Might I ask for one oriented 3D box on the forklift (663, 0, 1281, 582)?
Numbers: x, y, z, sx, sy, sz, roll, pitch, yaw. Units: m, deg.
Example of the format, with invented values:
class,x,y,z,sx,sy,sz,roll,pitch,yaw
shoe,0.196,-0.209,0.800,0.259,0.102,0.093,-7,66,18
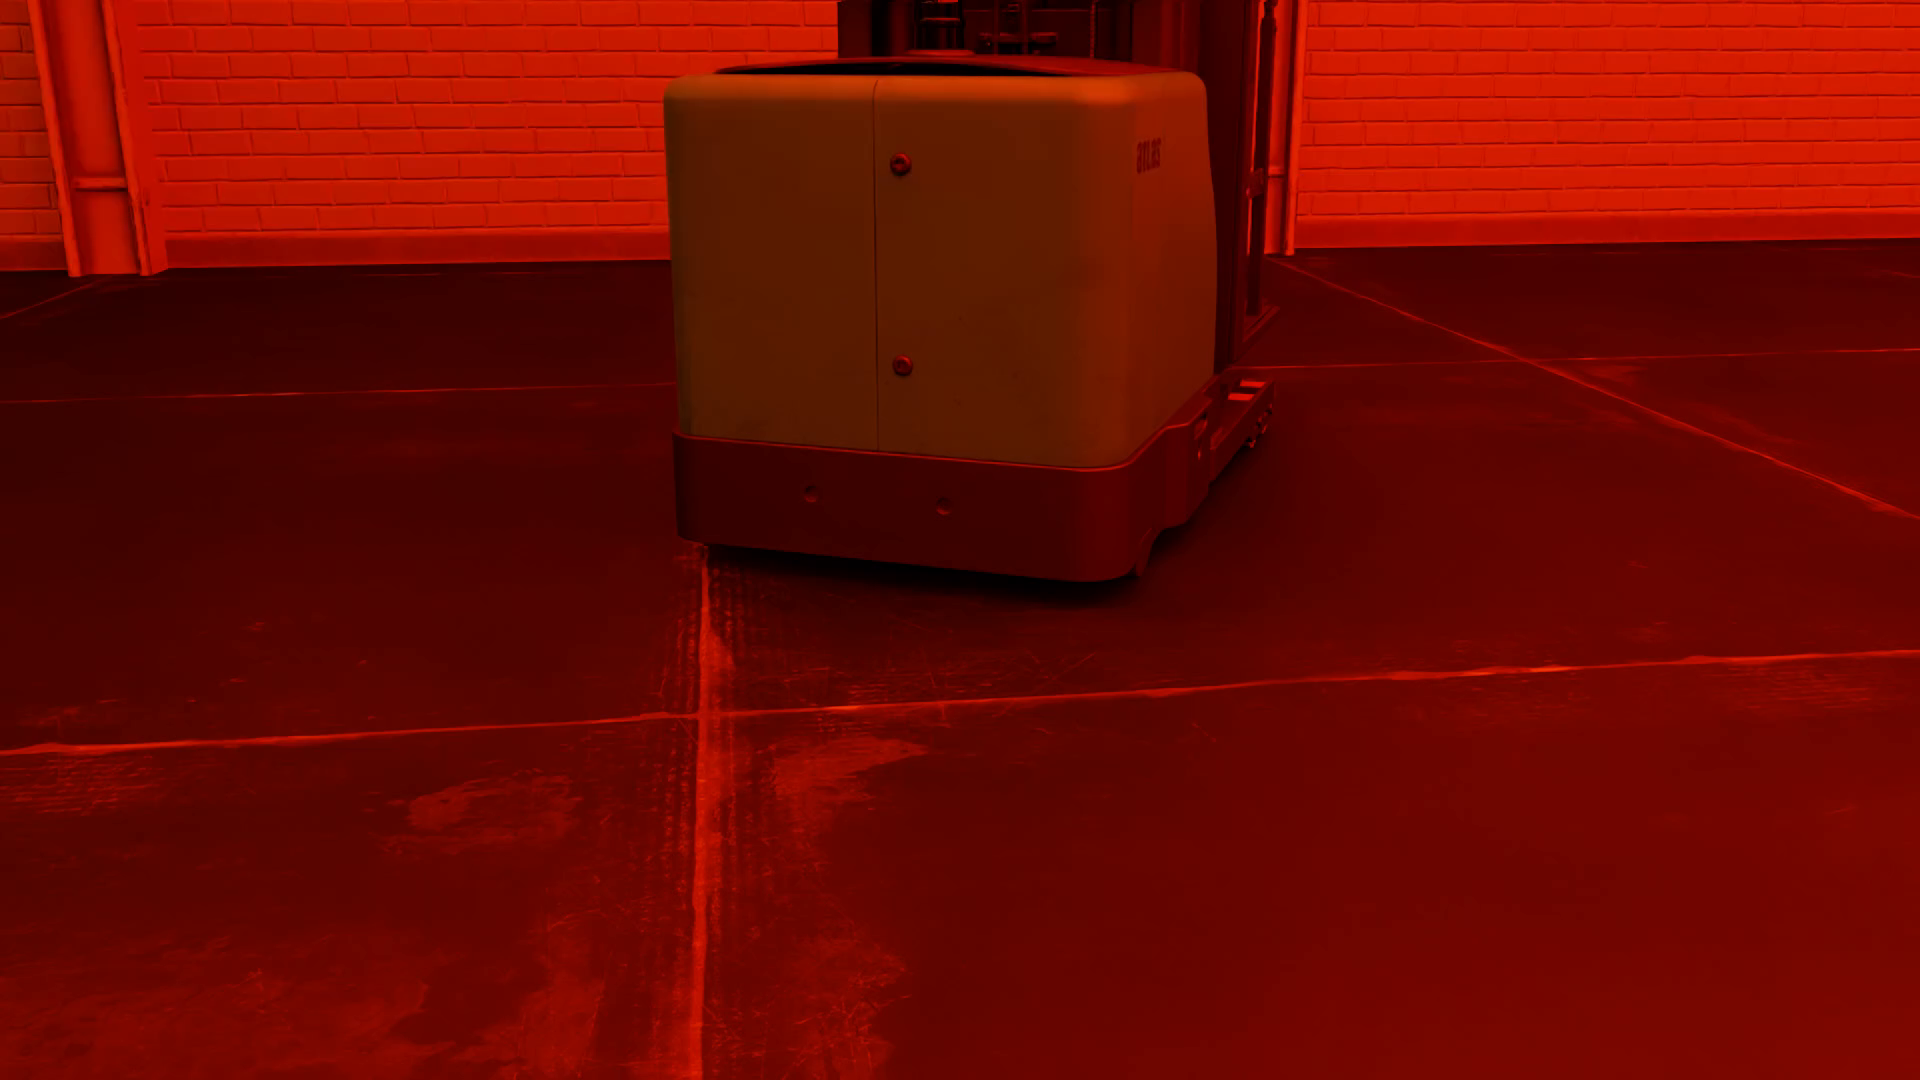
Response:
class,x,y,z,sx,sy,sz,roll,pitch,yaw
forklift,0.319,-1.700,4.529,1.130,2.935,3.031,6,18,18
